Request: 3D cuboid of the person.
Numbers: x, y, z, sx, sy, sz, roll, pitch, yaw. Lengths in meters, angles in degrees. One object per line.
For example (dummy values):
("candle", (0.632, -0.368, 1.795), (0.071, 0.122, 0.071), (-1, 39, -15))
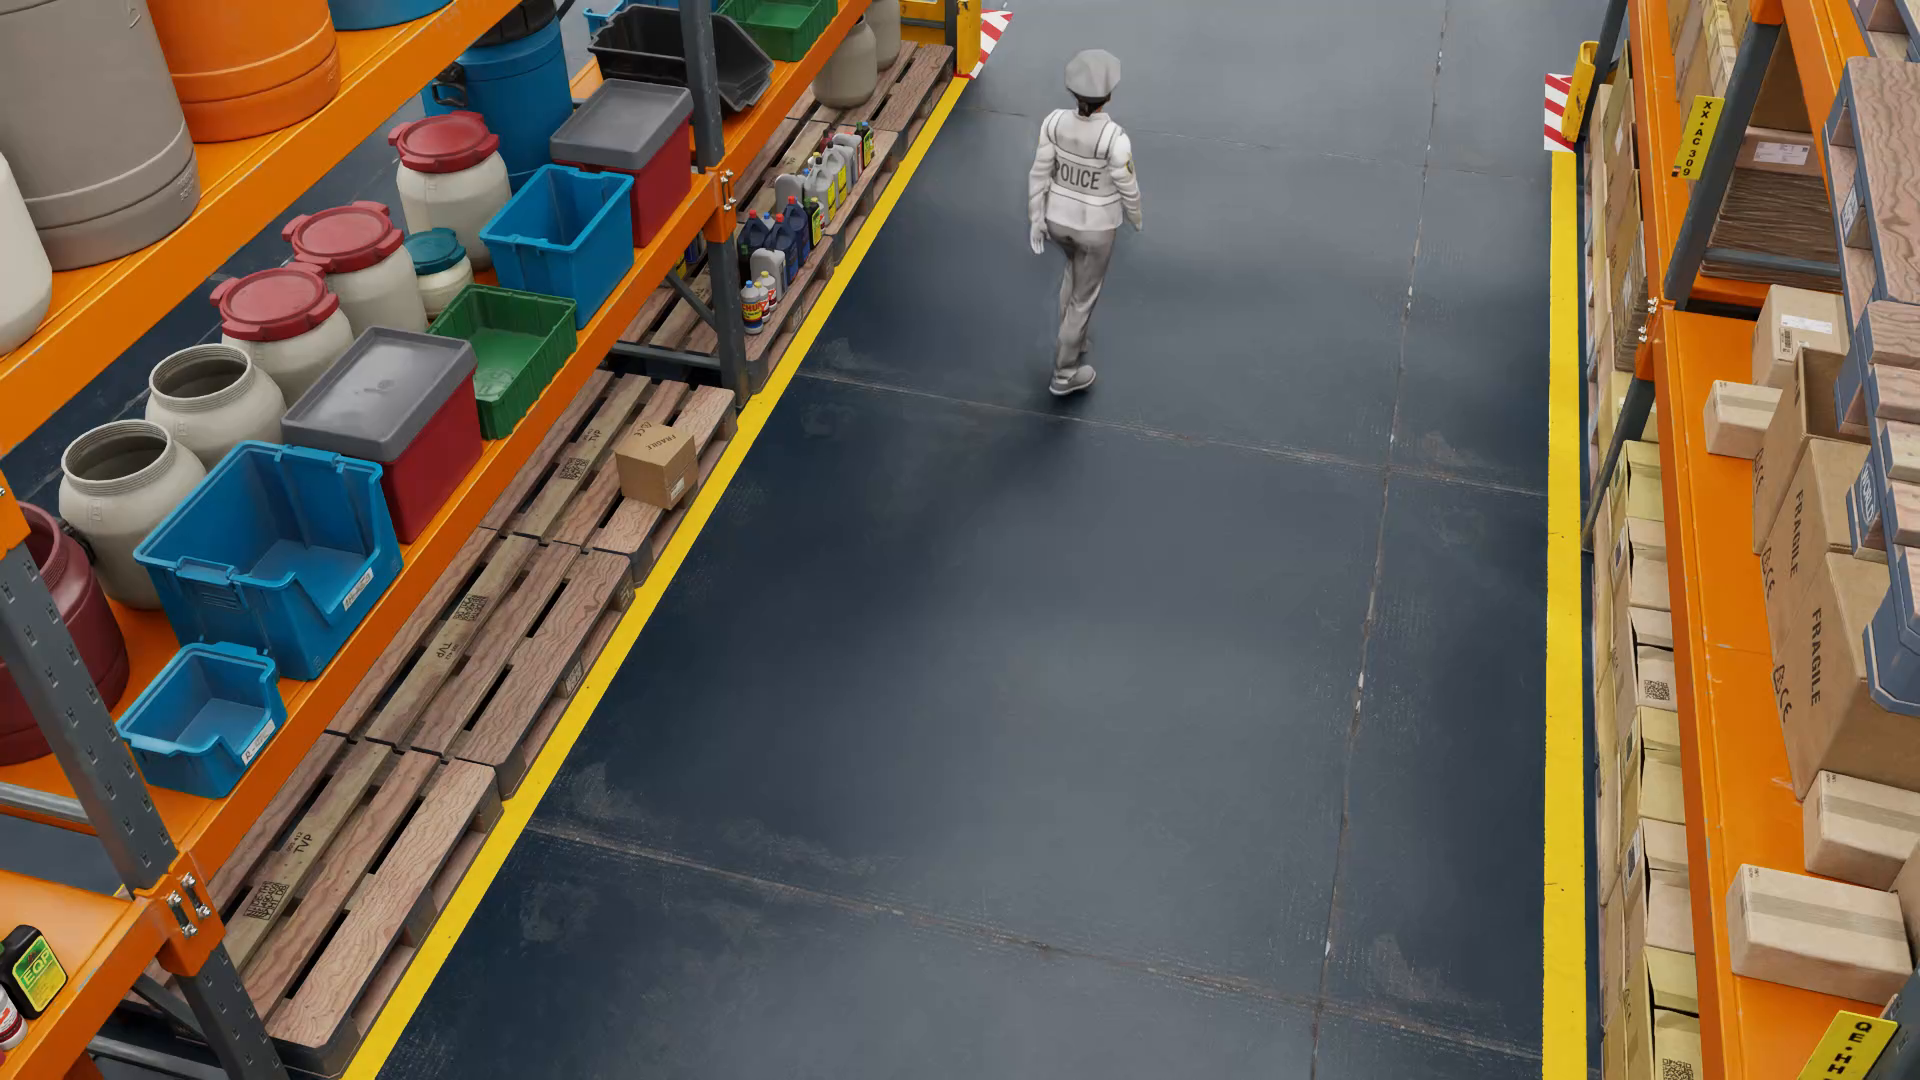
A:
("person", (0.584, -1.463, 7.821), (0.489, 1.755, 0.566), (27, 48, 27))
